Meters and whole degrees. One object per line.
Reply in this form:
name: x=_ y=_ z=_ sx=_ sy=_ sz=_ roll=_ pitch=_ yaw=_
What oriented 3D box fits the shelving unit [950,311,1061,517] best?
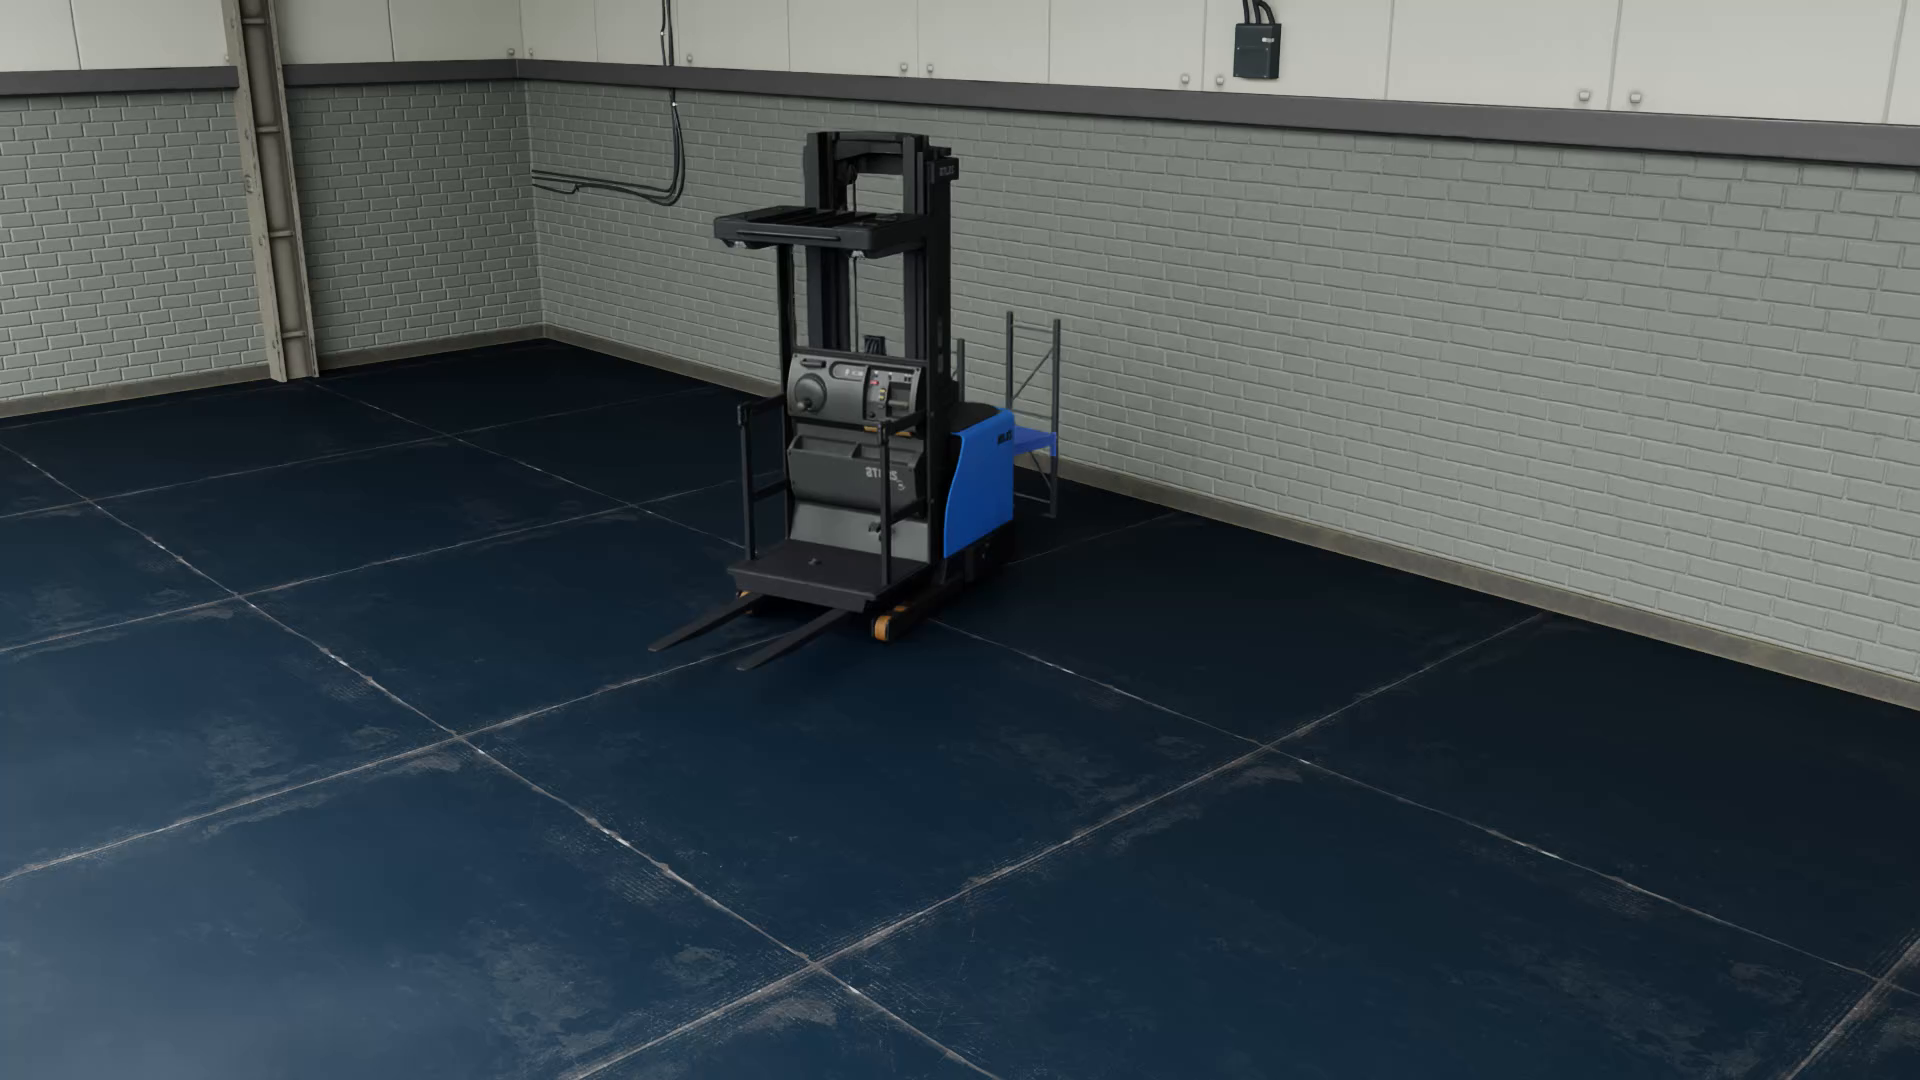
shelving unit: x=0.189 y=-0.825 z=12.098 sx=0.538 sy=1.500 sz=1.048 roll=16 pitch=24 yaw=41

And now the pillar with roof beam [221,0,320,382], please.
pillar with roof beam: x=-3.913 y=-4.999 z=12.813 sx=0.400 sy=9.000 sz=9.100 roll=-16 pitch=24 yaw=-41

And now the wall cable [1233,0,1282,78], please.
wall cable: x=2.689 y=-5.779 z=9.704 sx=0.169 sy=6.003 sz=2.305 roll=-16 pitch=24 yaw=-41

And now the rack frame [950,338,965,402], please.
rack frame: x=-0.160 y=-0.711 z=11.747 sx=0.500 sy=1.500 sz=0.032 roll=16 pitch=24 yaw=41

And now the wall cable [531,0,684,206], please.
wall cable: x=-3.821 y=-4.815 z=17.279 sx=0.112 sy=2.526 sz=3.097 roll=-16 pitch=24 yaw=-41

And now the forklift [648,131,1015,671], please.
forklift: x=-0.755 y=-0.932 z=10.106 sx=1.130 sy=2.935 sz=3.031 roll=9 pitch=20 yaw=27

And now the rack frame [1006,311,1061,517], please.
rack frame: x=0.538 y=-0.939 z=12.450 sx=0.500 sy=1.500 sz=0.032 roll=16 pitch=24 yaw=41

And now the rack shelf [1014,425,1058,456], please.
rack shelf: x=0.189 y=-0.654 z=12.154 sx=0.538 sy=0.185 sz=1.000 roll=16 pitch=24 yaw=41
